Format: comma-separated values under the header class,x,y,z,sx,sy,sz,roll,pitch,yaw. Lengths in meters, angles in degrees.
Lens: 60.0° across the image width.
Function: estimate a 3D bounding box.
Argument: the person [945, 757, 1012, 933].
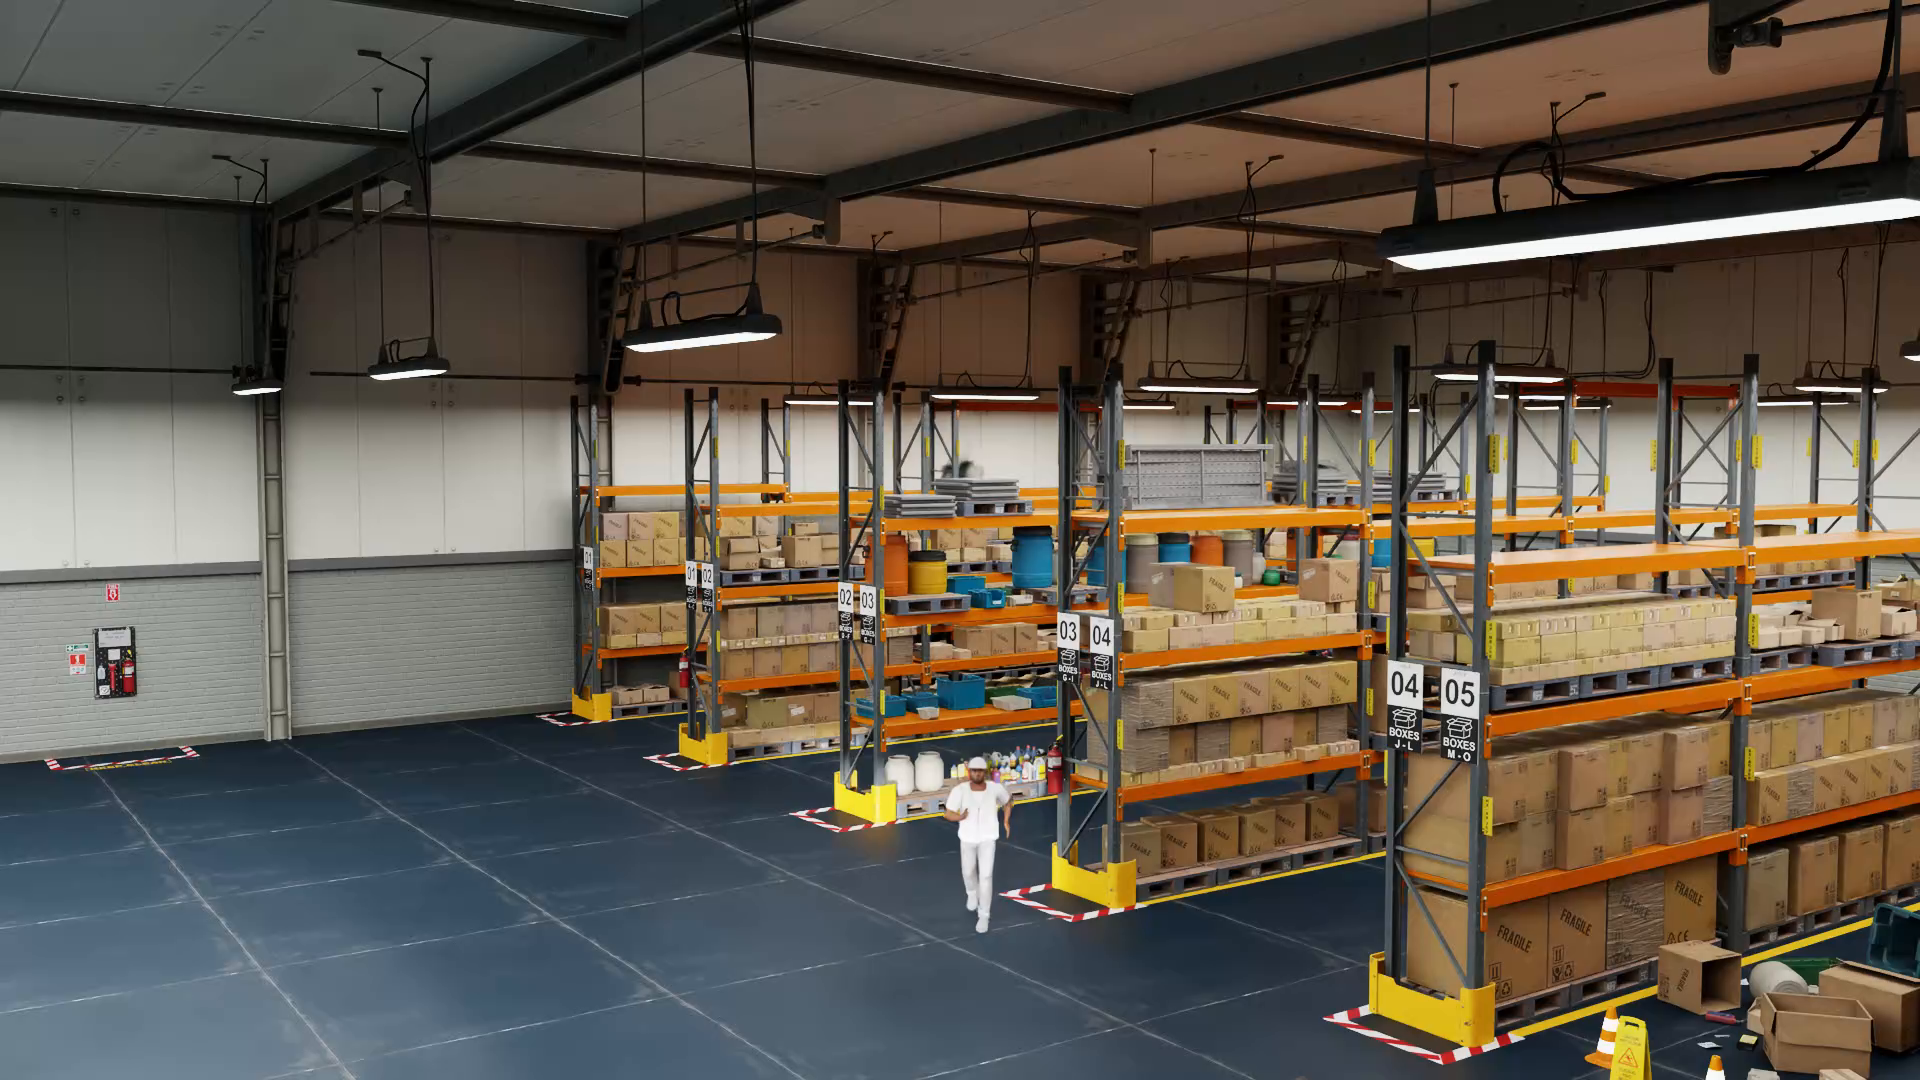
class,x,y,z,sx,sy,sz,roll,pitch,yaw
person,0.192,3.185,17.721,0.697,1.758,0.980,0,3,4
